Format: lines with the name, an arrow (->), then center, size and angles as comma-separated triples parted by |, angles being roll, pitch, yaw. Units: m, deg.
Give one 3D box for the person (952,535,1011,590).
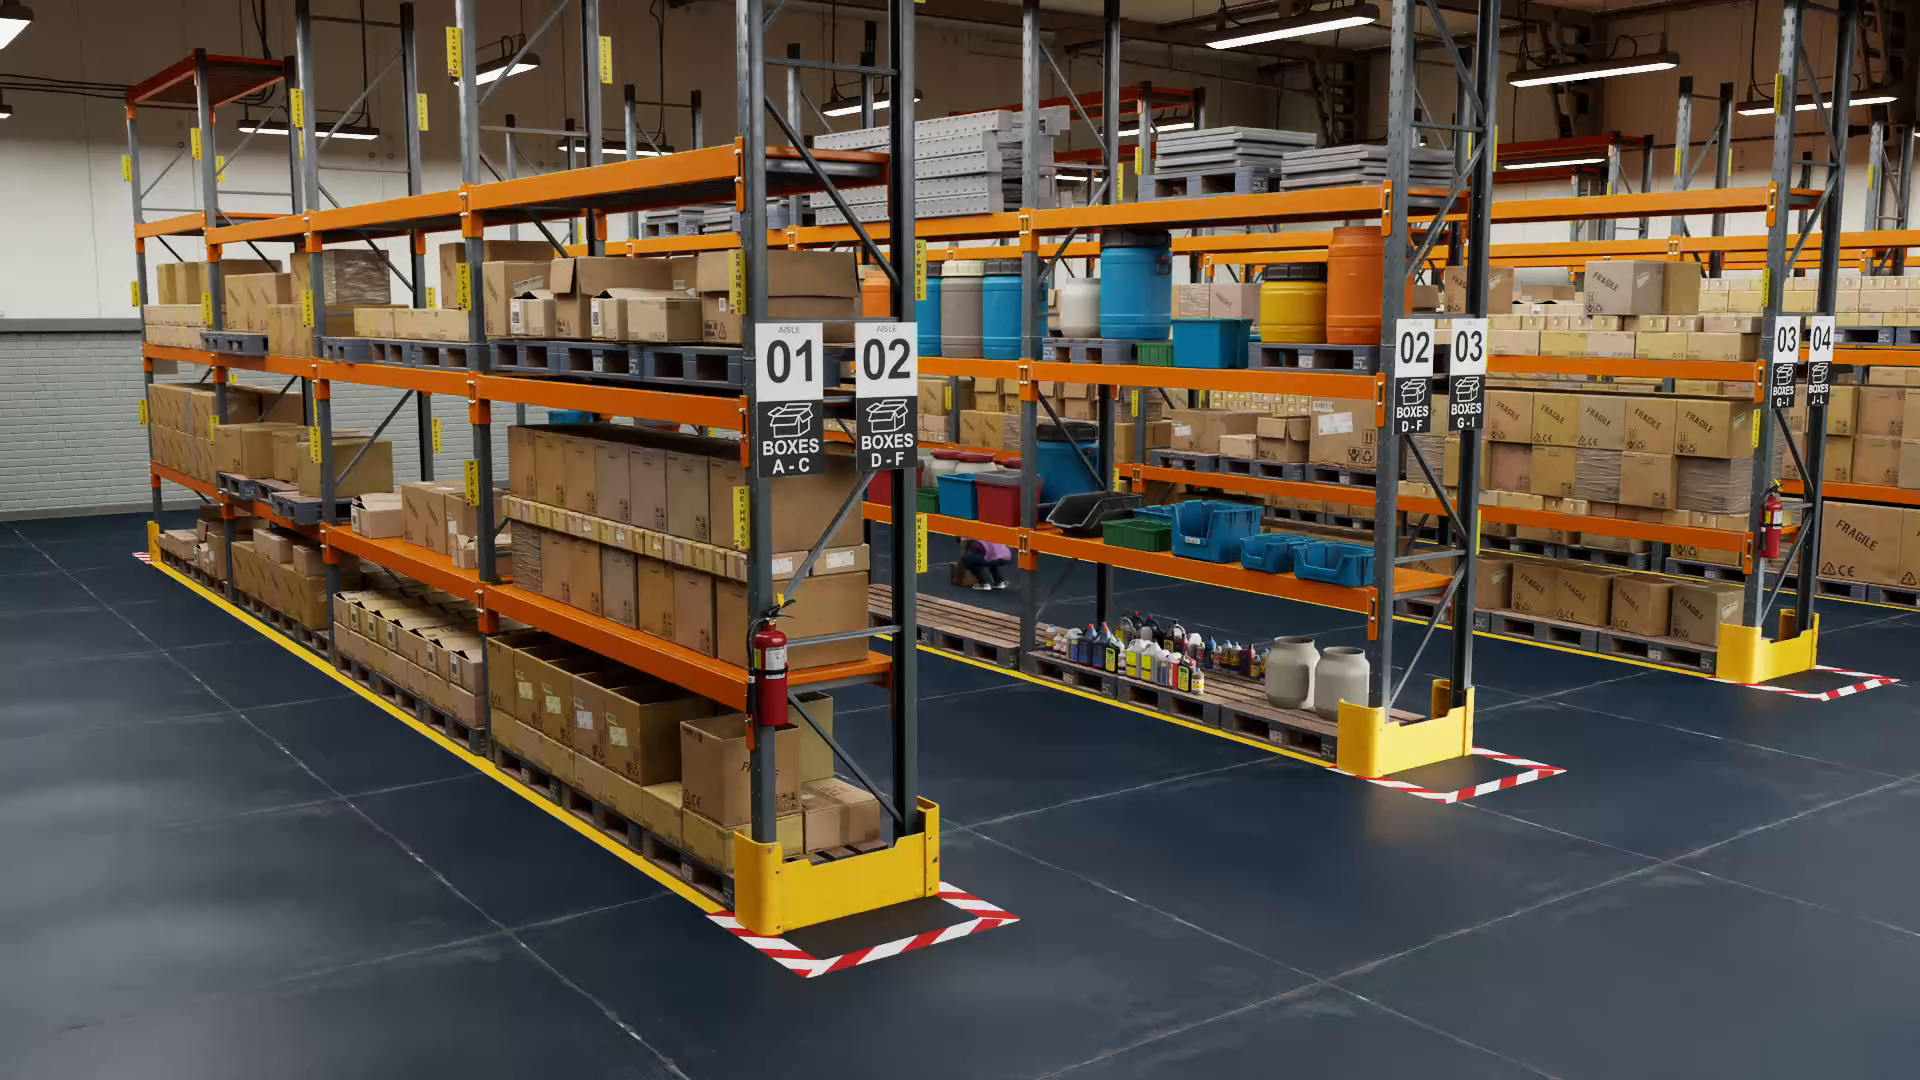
person -> 0.250, 0.246, 19.572 | 0.430, 0.745, 0.843 | -6, 10, -37
